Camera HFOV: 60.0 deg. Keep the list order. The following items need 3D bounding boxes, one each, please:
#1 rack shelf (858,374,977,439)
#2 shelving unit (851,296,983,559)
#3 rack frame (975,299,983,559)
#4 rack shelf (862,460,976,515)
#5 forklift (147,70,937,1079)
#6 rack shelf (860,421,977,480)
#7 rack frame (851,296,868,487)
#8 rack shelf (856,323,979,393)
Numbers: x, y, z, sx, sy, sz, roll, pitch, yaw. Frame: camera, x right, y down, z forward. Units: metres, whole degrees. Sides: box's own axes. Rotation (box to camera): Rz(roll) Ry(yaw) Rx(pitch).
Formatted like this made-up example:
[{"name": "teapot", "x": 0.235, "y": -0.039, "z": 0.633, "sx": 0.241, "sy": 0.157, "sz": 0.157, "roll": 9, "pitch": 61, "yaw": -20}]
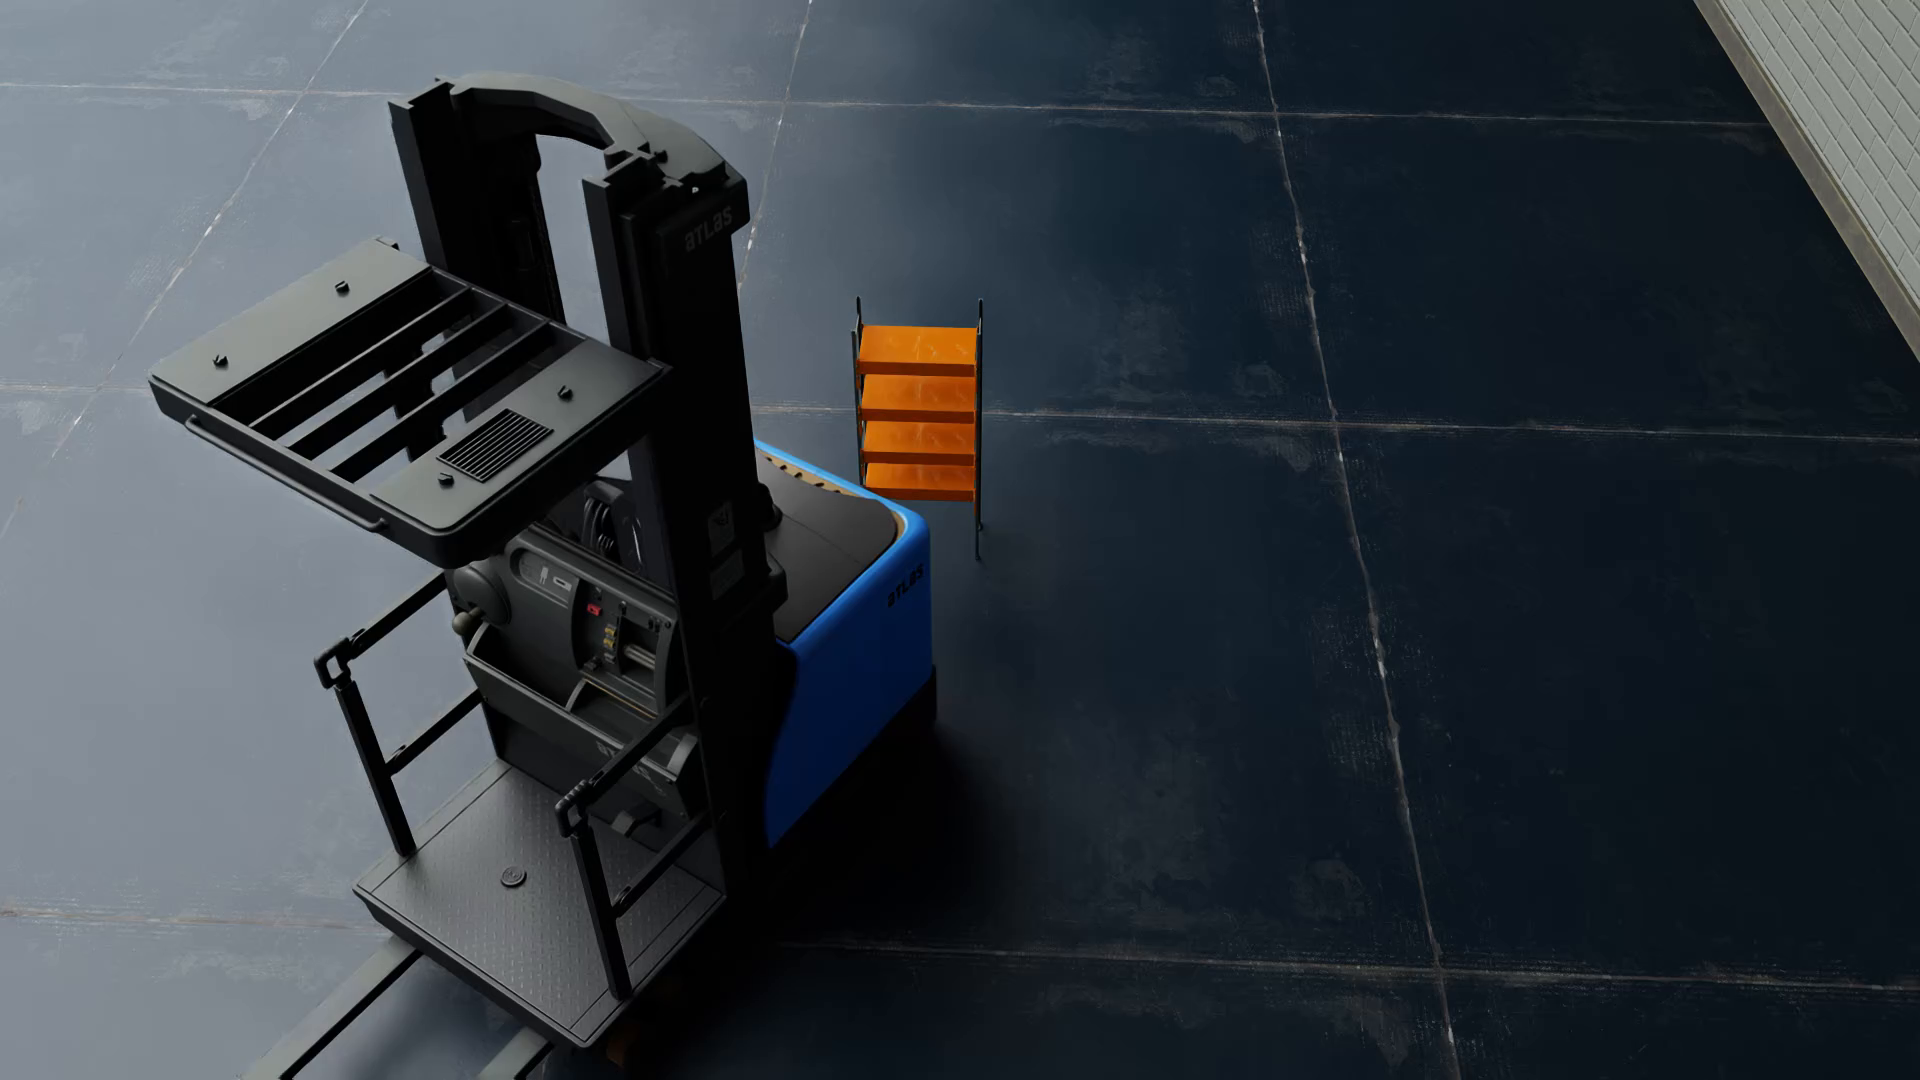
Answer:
[{"name": "rack shelf", "x": -0.165, "y": -0.559, "z": 6.825, "sx": 0.480, "sy": 0.148, "sz": 0.258, "roll": 2, "pitch": 43, "yaw": 2}, {"name": "shelving unit", "x": -0.165, "y": -0.444, "z": 6.932, "sx": 0.503, "sy": 1.200, "sz": 0.258, "roll": 2, "pitch": 43, "yaw": 2}, {"name": "rack frame", "x": 0.078, "y": -0.437, "z": 6.924, "sx": 0.015, "sy": 1.200, "sz": 0.240, "roll": 2, "pitch": 43, "yaw": 2}, {"name": "rack shelf", "x": -0.165, "y": -0.250, "z": 7.113, "sx": 0.480, "sy": 0.148, "sz": 0.258, "roll": 2, "pitch": 43, "yaw": 2}, {"name": "forklift", "x": -1.333, "y": 0.286, "z": 4.878, "sx": 1.130, "sy": 2.935, "sz": 3.031, "roll": 25, "pitch": 48, "yaw": 24}, {"name": "rack shelf", "x": -0.165, "y": -0.395, "z": 6.978, "sx": 0.480, "sy": 0.148, "sz": 0.258, "roll": 2, "pitch": 43, "yaw": 2}, {"name": "rack frame", "x": -0.409, "y": -0.452, "z": 6.940, "sx": 0.015, "sy": 1.200, "sz": 0.240, "roll": 2, "pitch": 43, "yaw": 2}, {"name": "rack shelf", "x": -0.165, "y": -0.732, "z": 6.664, "sx": 0.480, "sy": 0.148, "sz": 0.258, "roll": 2, "pitch": 43, "yaw": 2}]
